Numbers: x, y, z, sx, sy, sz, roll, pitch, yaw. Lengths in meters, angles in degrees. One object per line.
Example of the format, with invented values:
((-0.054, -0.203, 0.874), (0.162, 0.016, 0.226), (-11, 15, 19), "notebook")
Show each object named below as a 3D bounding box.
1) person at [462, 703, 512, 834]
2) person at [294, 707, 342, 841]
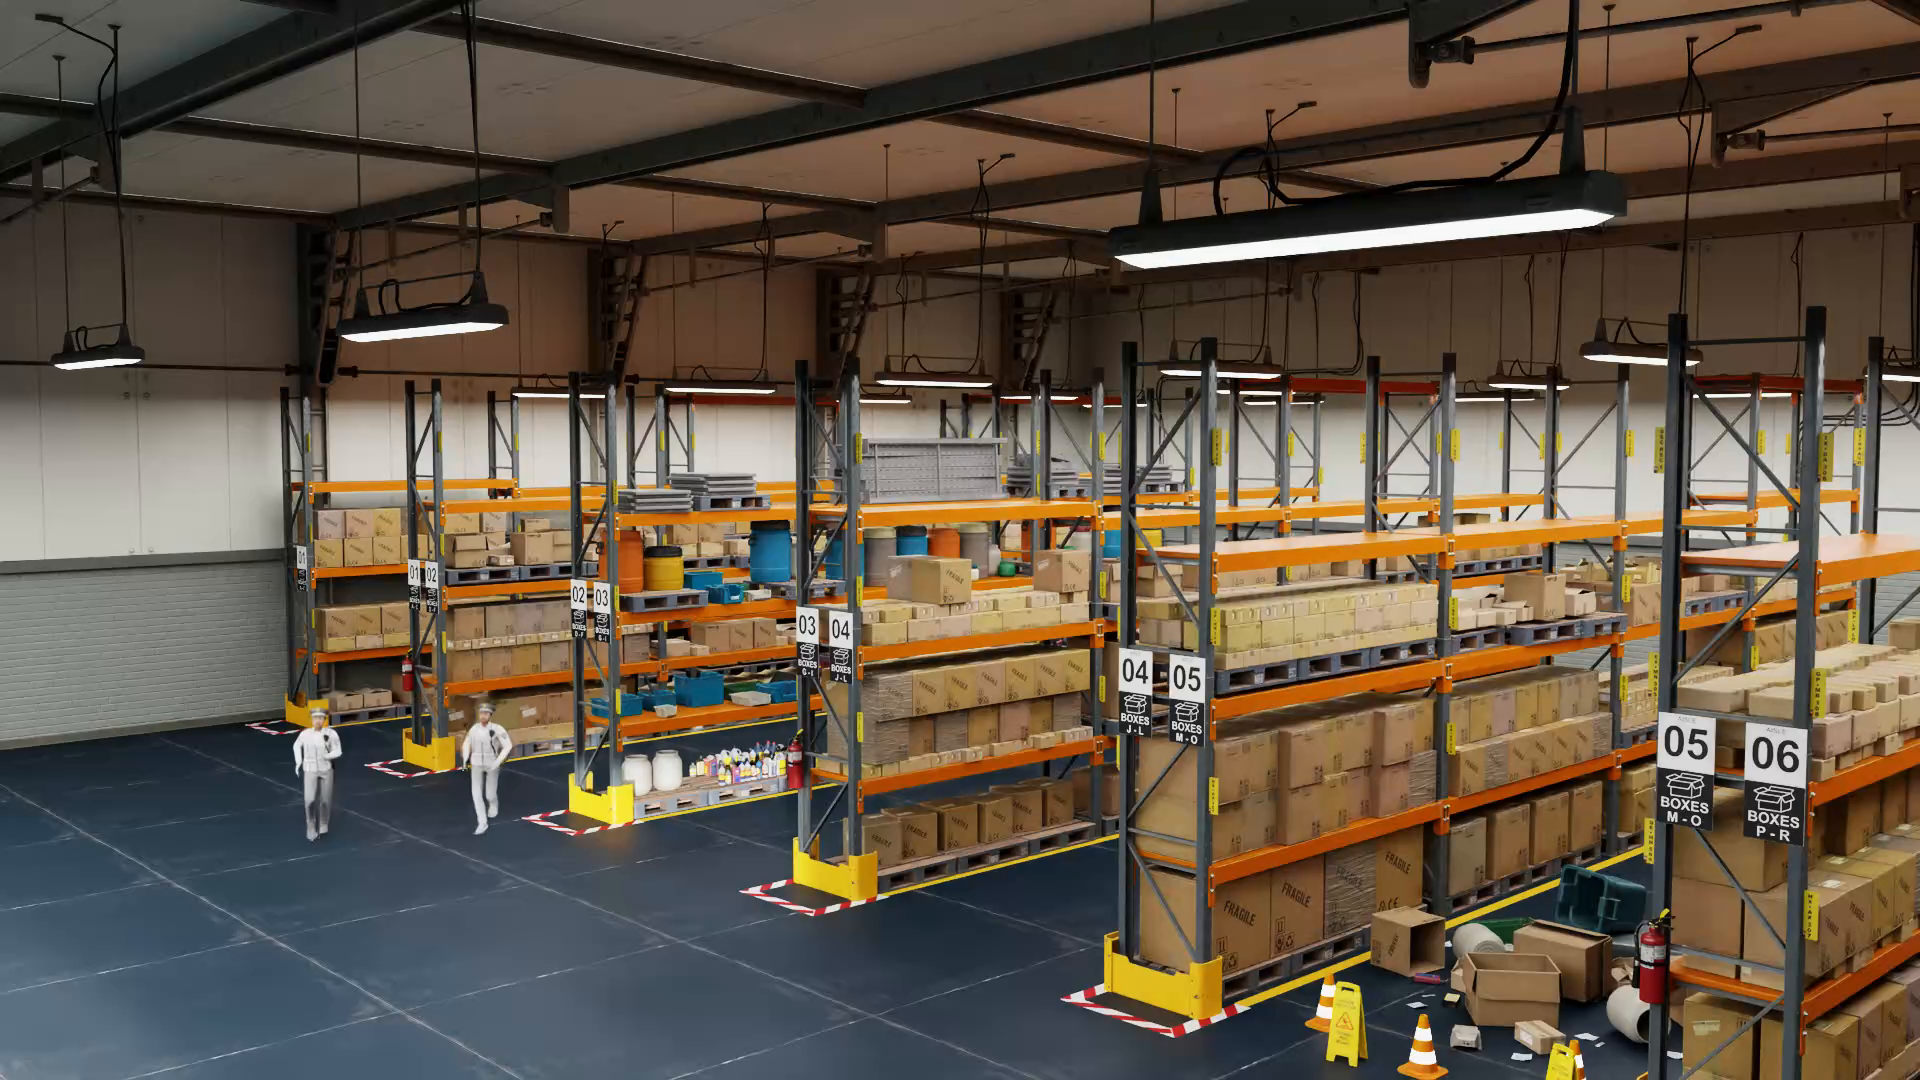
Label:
((-6.191, 2.959, 21.760), (0.665, 1.693, 0.682), (0, 4, -3), "person")
((-8.170, 2.970, 21.157), (0.583, 1.692, 0.660), (-1, 4, -19), "person")
